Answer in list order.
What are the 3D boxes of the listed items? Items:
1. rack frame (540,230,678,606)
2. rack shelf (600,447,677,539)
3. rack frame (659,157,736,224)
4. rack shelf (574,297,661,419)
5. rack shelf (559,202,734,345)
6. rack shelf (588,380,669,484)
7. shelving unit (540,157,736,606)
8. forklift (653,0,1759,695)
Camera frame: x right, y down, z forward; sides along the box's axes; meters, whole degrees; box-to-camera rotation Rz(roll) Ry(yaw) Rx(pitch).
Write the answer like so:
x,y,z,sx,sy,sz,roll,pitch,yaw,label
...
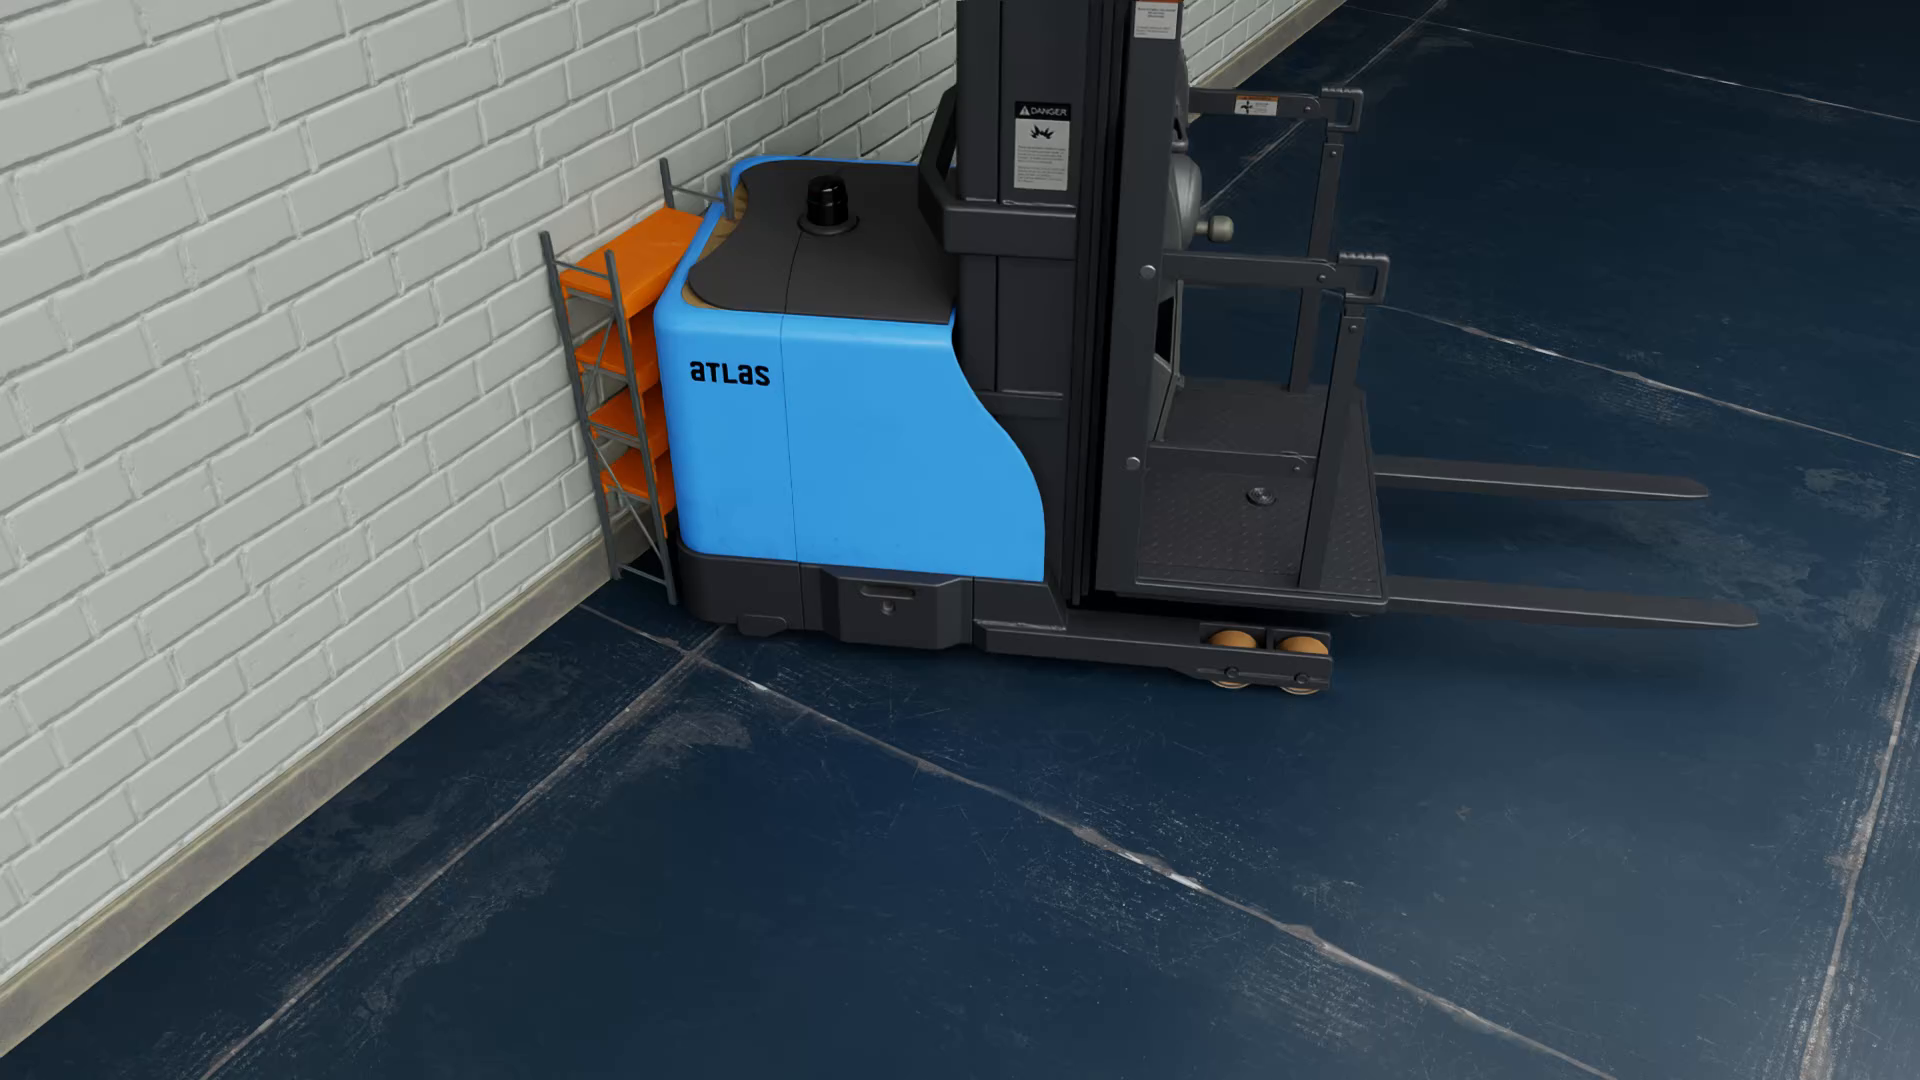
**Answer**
x,y,z,sx,sy,sz,roll,pitch,yaw,label
-0.975,-0.304,4.684,0.240,1.200,0.015,19,43,25,rack frame
-0.840,-0.228,5.010,0.258,0.148,0.480,19,43,25,rack shelf
-0.722,-0.570,5.006,0.240,1.200,0.015,19,43,25,rack frame
-0.854,-0.559,4.748,0.258,0.148,0.480,19,43,25,rack shelf
-0.862,-0.745,4.601,0.258,0.148,0.480,19,43,25,rack shelf
-0.846,-0.384,4.887,0.258,0.148,0.480,19,43,25,rack shelf
-0.848,-0.437,4.845,0.258,1.200,0.503,19,43,25,shelving unit
0.745,-1.072,4.240,3.031,2.935,1.130,5,38,6,forklift
